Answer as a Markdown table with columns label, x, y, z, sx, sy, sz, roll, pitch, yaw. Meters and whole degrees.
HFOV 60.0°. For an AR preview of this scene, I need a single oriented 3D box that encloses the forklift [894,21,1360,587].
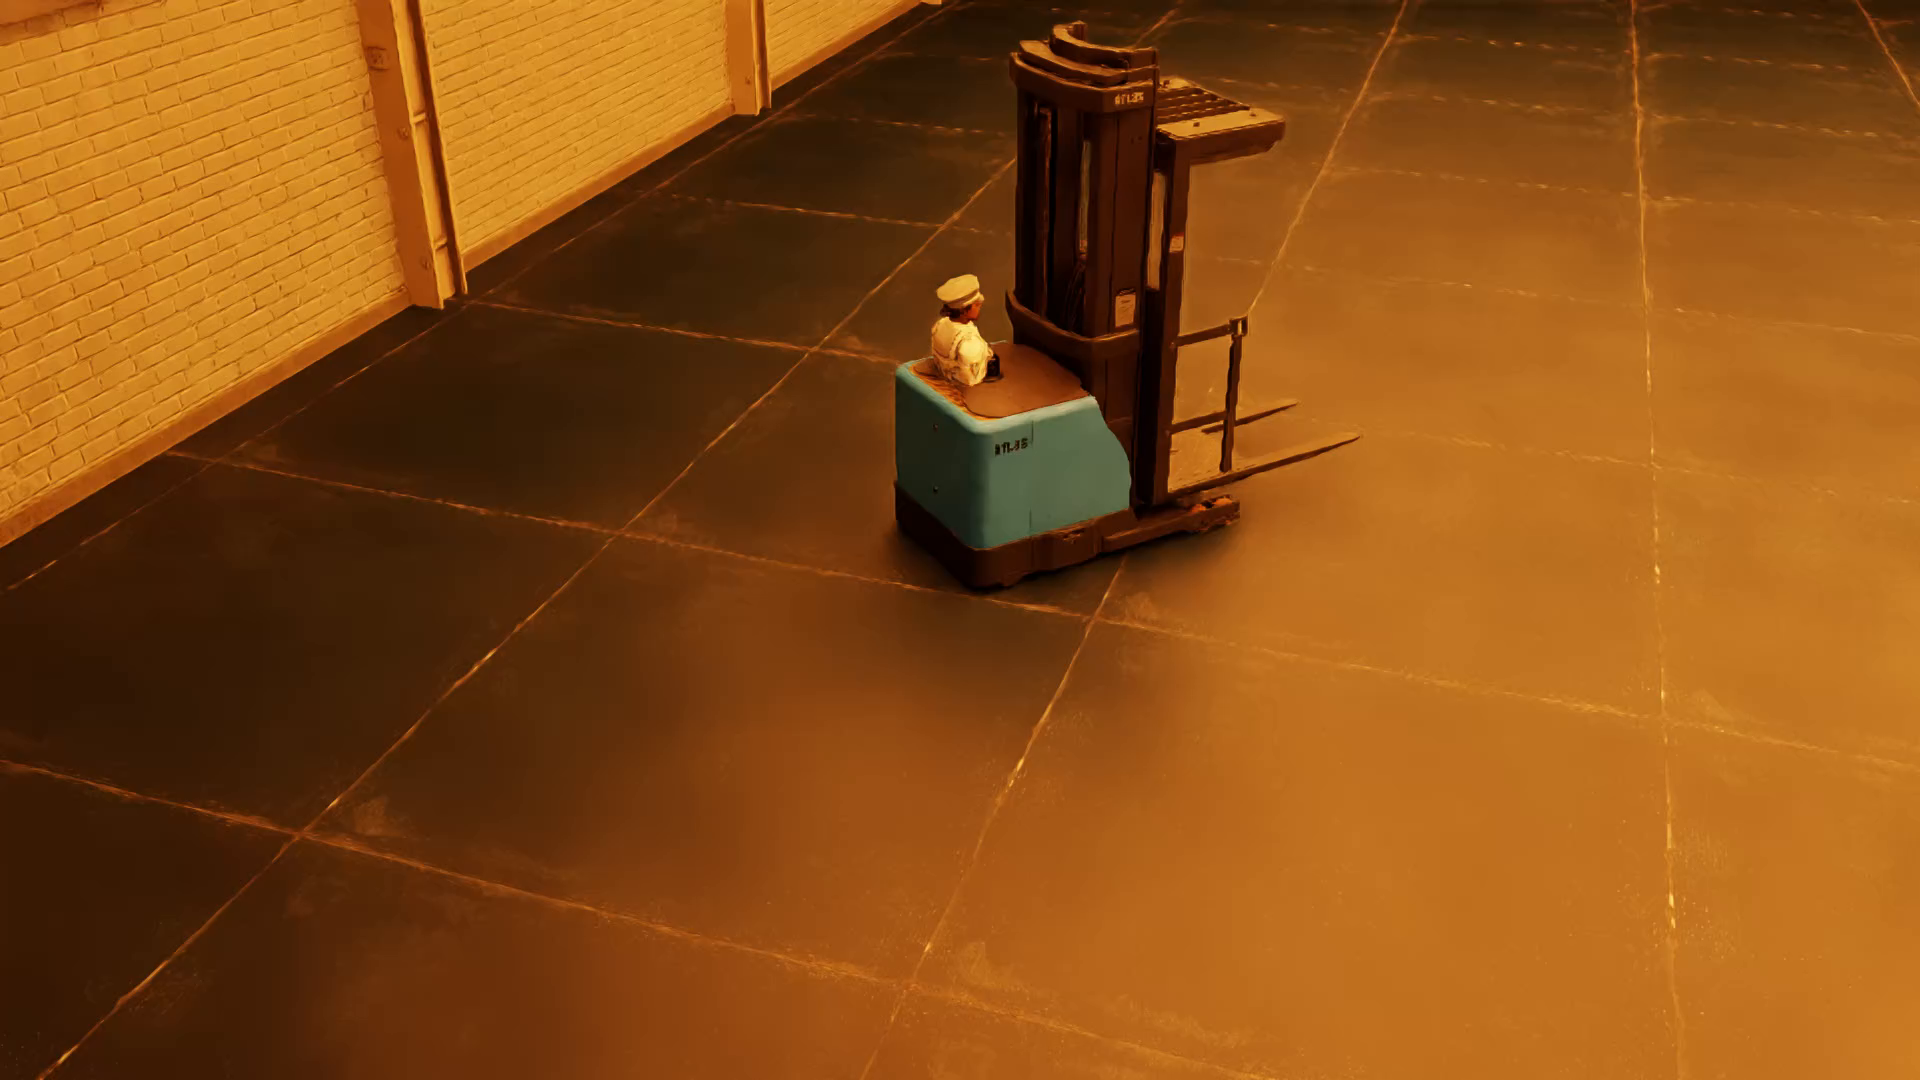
| label | x | y | z | sx | sy | sz | roll | pitch | yaw |
| --- | --- | --- | --- | --- | --- | --- | --- | --- | --- |
| forklift | 1.136 | -1.528 | 9.817 | 3.031 | 2.935 | 1.130 | -16 | 33 | -26 |

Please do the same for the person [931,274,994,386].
| label | x | y | z | sx | sy | sz | roll | pitch | yaw |
| --- | --- | --- | --- | --- | --- | --- | --- | --- | --- |
| person | 0.096 | -0.763 | 9.746 | 0.563 | 1.680 | 0.475 | -15 | 33 | -25 |
